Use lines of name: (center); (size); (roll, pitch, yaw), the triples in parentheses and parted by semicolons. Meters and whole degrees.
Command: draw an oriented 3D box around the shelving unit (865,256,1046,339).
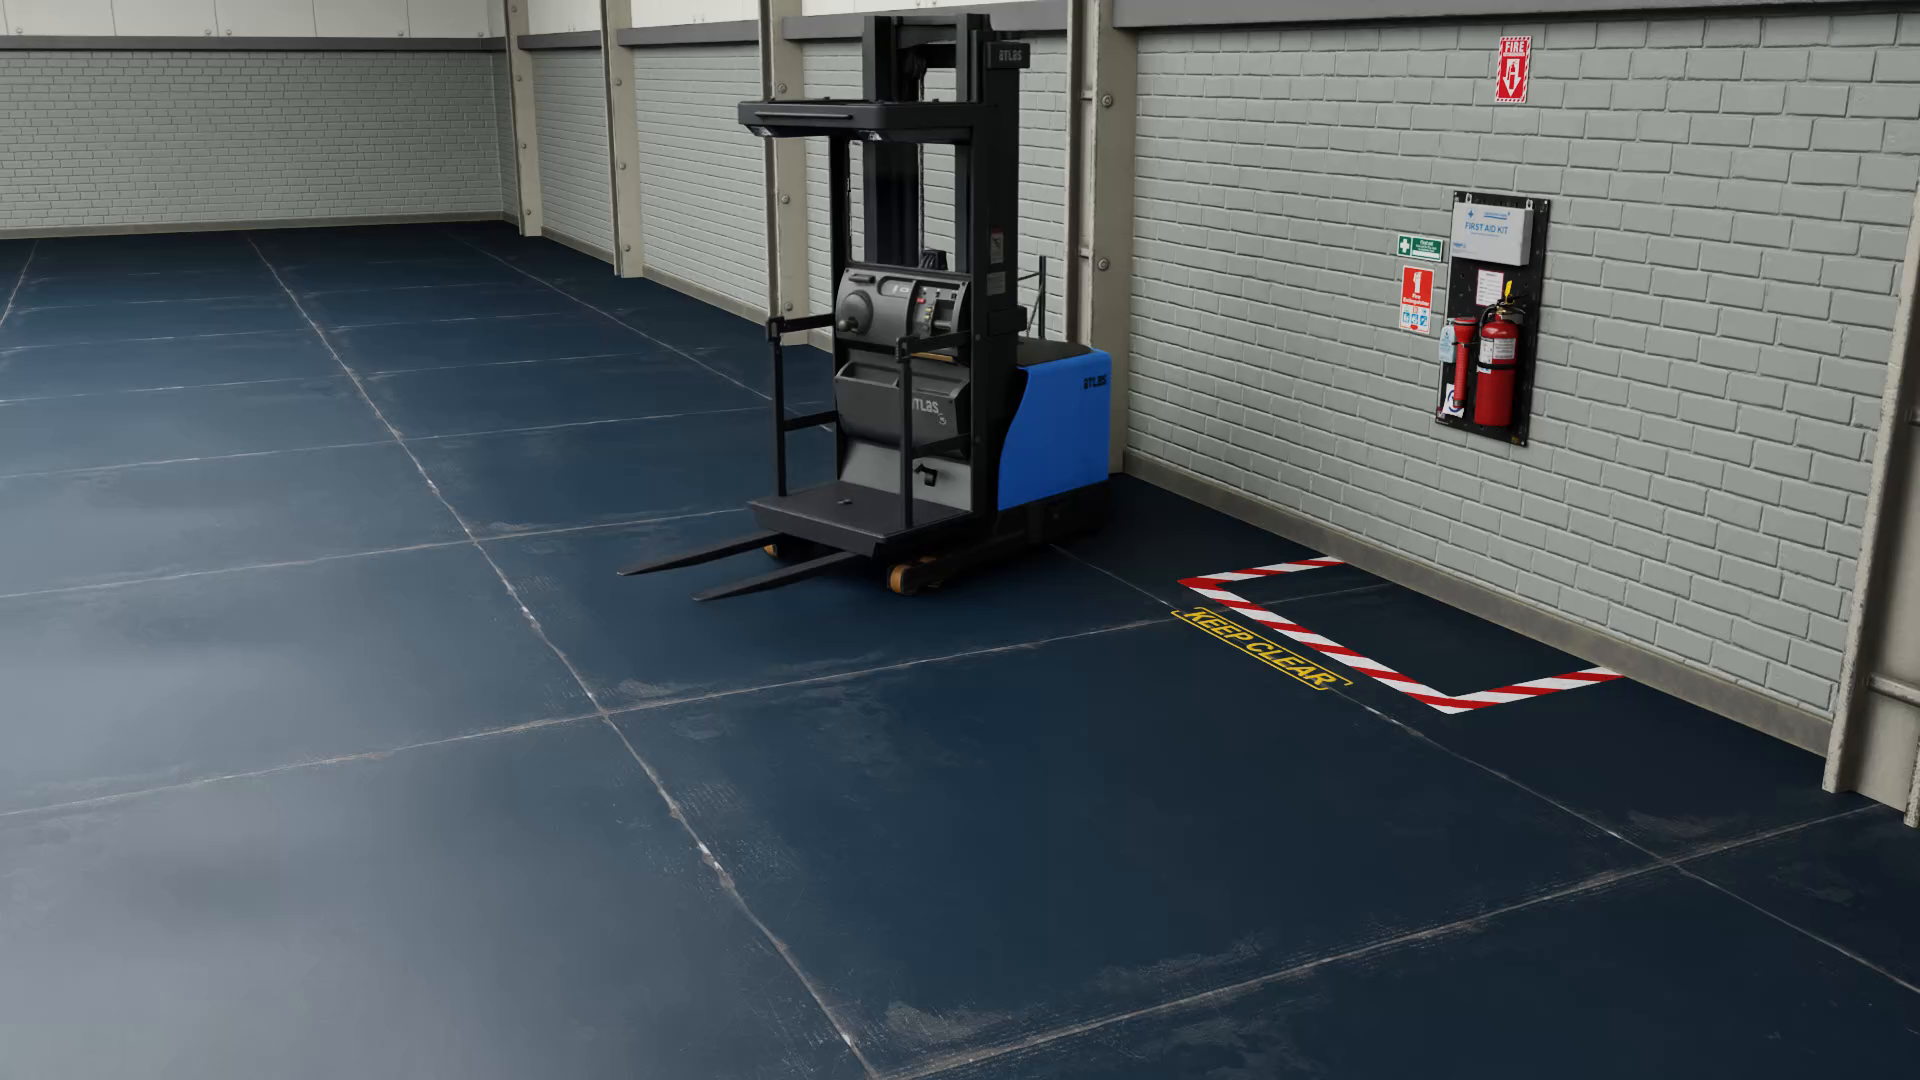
shelving unit: (-0.019, -1.098, 10.857); (1.083, 1.500, 0.587); (7, 18, 24)

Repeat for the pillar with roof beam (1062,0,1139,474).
pillar with roof beam: (-2.951, -4.306, 8.442); (9.100, 9.000, 0.400); (-8, 18, -25)

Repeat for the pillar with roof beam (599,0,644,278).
pillar with roof beam: (-8.208, -7.282, 18.810); (9.100, 9.000, 0.400); (-8, 18, -25)

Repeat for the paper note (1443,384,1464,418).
paper note: (2.484, -0.701, 8.353); (0.016, 0.148, 0.142); (-8, 18, -25)

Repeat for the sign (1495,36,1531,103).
sign: (2.585, -2.201, 7.778); (0.001, 0.298, 0.199); (-8, 18, -25)

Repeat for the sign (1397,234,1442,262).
sign: (2.344, -1.491, 8.485); (0.001, 0.109, 0.331); (-8, 18, -25)

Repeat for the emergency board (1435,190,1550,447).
emergency board: (2.499, -1.072, 8.049); (0.194, 1.169, 0.643); (-8, 18, -25)

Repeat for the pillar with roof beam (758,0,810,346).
pillar with roof beam: (-5.579, -5.794, 13.626); (9.100, 9.000, 0.400); (-8, 18, -25)

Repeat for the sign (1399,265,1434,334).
sign: (2.350, -1.239, 8.565); (0.001, 0.329, 0.234); (-8, 18, -25)

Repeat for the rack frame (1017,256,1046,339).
rack frame: (0.435, -1.040, 10.657); (0.032, 1.500, 0.500); (7, 18, 24)

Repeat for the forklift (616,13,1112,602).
forklift: (-0.463, -1.274, 8.878); (1.130, 2.935, 3.031); (14, 21, 41)

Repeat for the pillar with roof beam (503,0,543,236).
pillar with roof beam: (-10.837, -8.769, 23.995); (9.100, 9.000, 0.400); (-8, 18, -25)

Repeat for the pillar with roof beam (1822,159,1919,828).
pillar with roof beam: (-0.322, -2.818, 3.257); (9.100, 9.000, 0.400); (-8, 18, -25)
